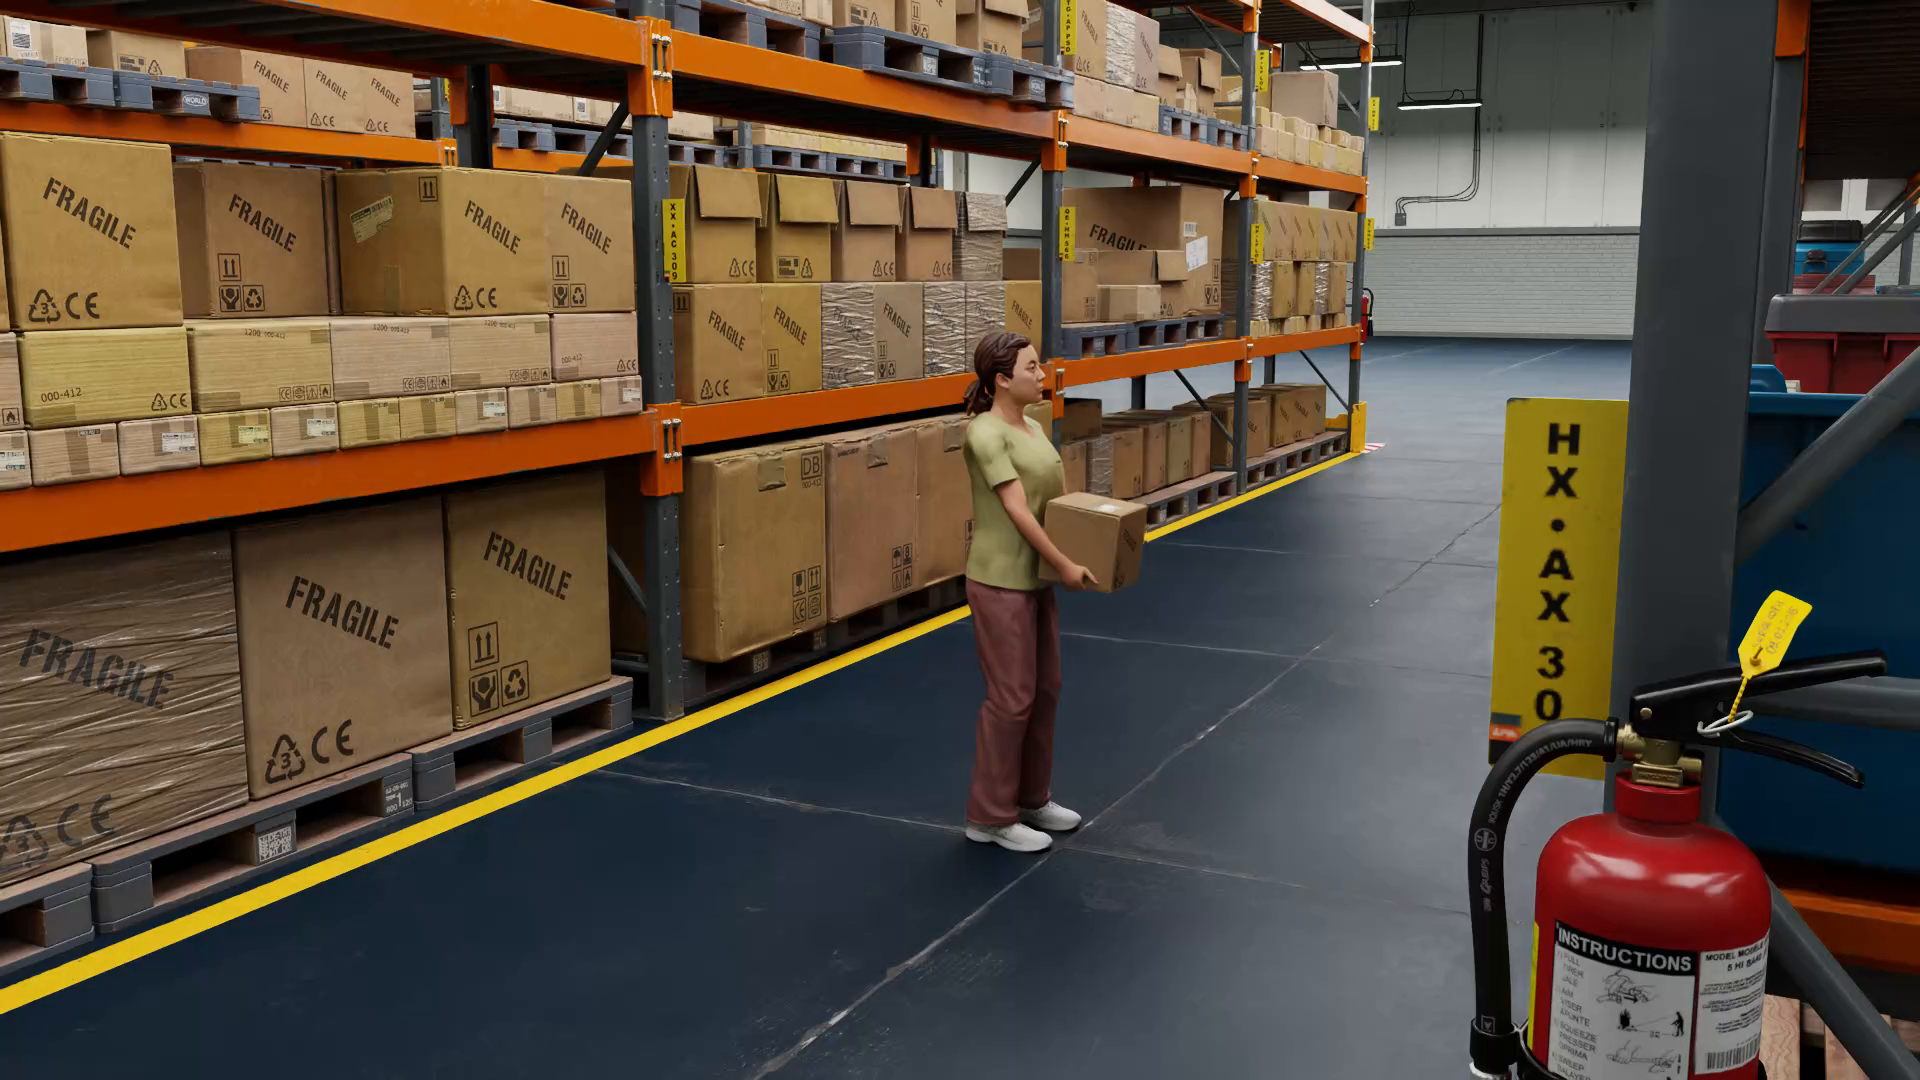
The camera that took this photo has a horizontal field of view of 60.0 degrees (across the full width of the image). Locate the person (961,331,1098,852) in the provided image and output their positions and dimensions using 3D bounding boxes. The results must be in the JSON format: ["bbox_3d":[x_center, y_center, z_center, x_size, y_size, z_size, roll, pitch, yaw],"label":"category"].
[{"bbox_3d":[0.248,0.163,5.398,0.538,1.668,0.420,4,10,26],"label":"person"}]
